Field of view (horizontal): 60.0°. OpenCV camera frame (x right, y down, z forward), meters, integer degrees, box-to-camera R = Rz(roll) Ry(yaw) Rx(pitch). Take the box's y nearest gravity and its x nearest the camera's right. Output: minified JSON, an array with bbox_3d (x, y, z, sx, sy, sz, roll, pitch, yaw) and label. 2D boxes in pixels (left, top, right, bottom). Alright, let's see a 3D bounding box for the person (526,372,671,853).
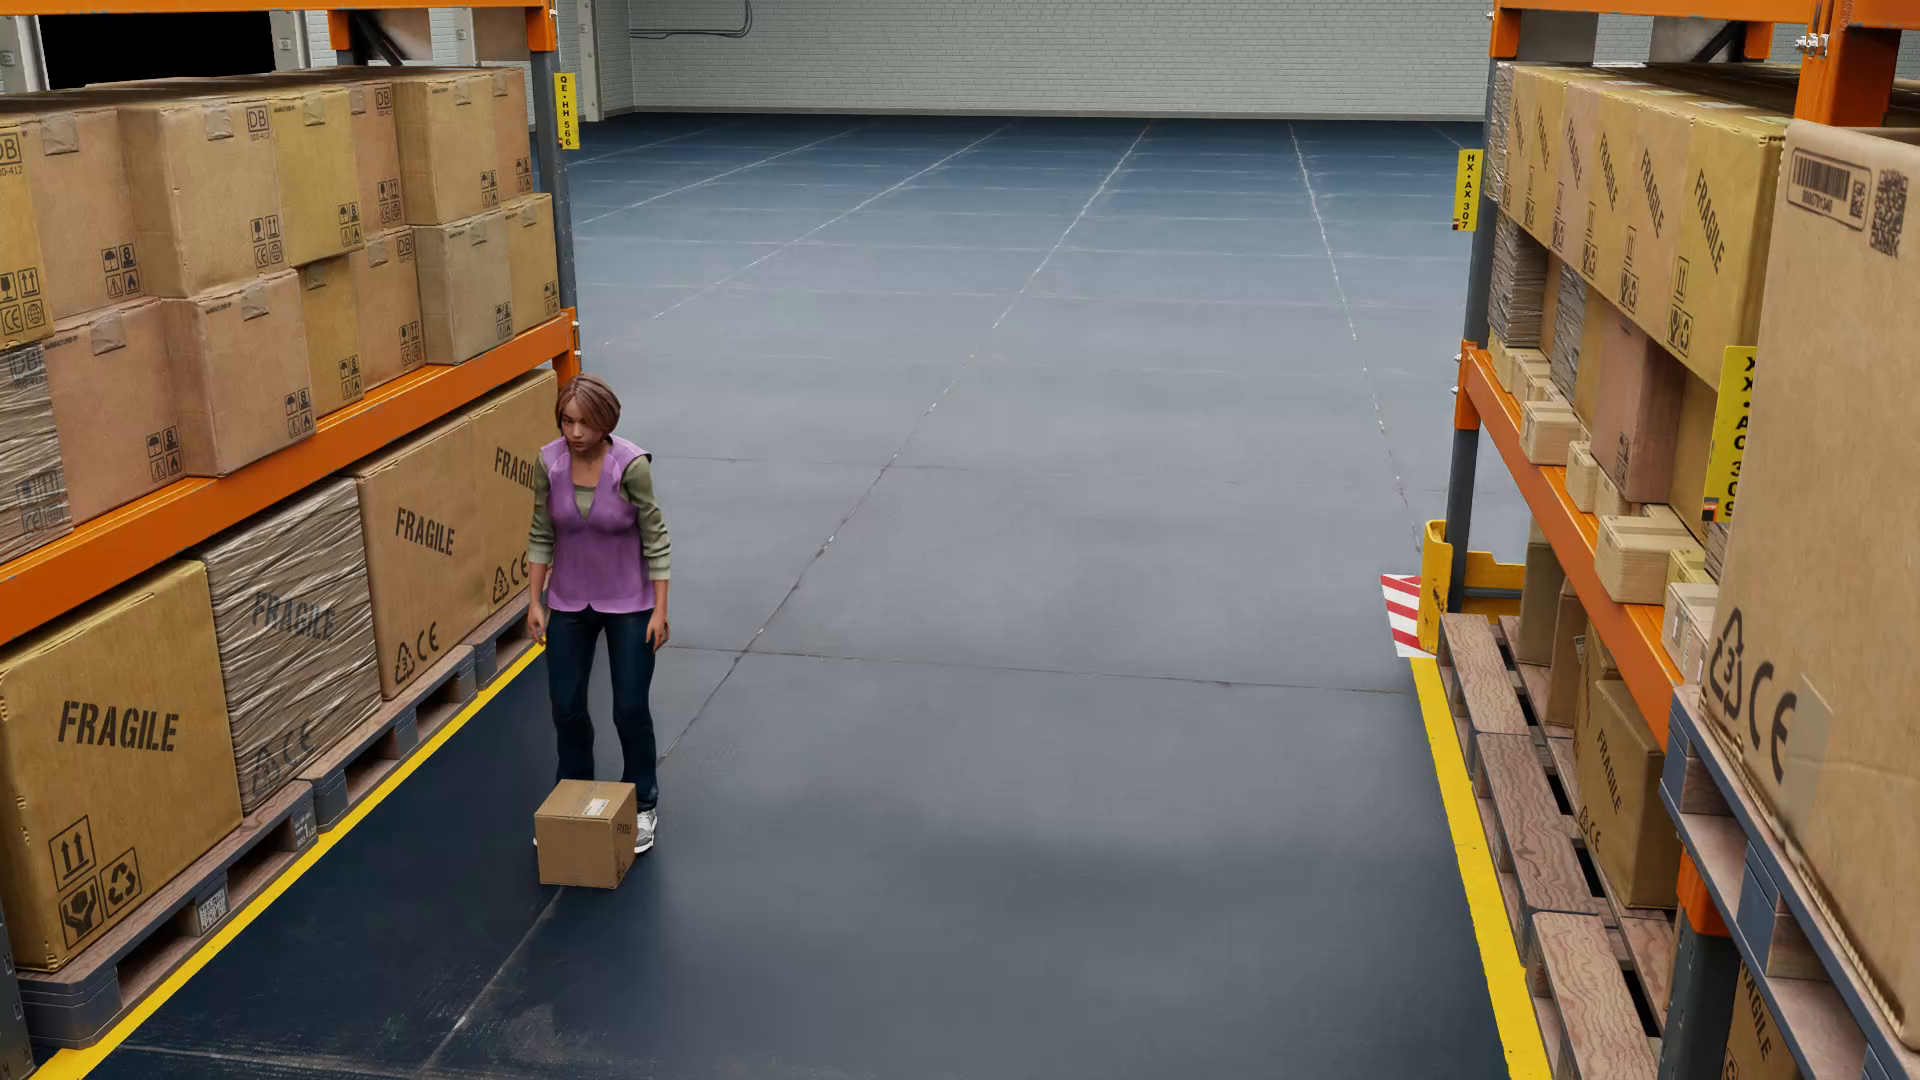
[{"bbox_3d":[-1.163,0.233,5.363,0.482,1.594,0.341,2,18,6],"label":"person"}]
